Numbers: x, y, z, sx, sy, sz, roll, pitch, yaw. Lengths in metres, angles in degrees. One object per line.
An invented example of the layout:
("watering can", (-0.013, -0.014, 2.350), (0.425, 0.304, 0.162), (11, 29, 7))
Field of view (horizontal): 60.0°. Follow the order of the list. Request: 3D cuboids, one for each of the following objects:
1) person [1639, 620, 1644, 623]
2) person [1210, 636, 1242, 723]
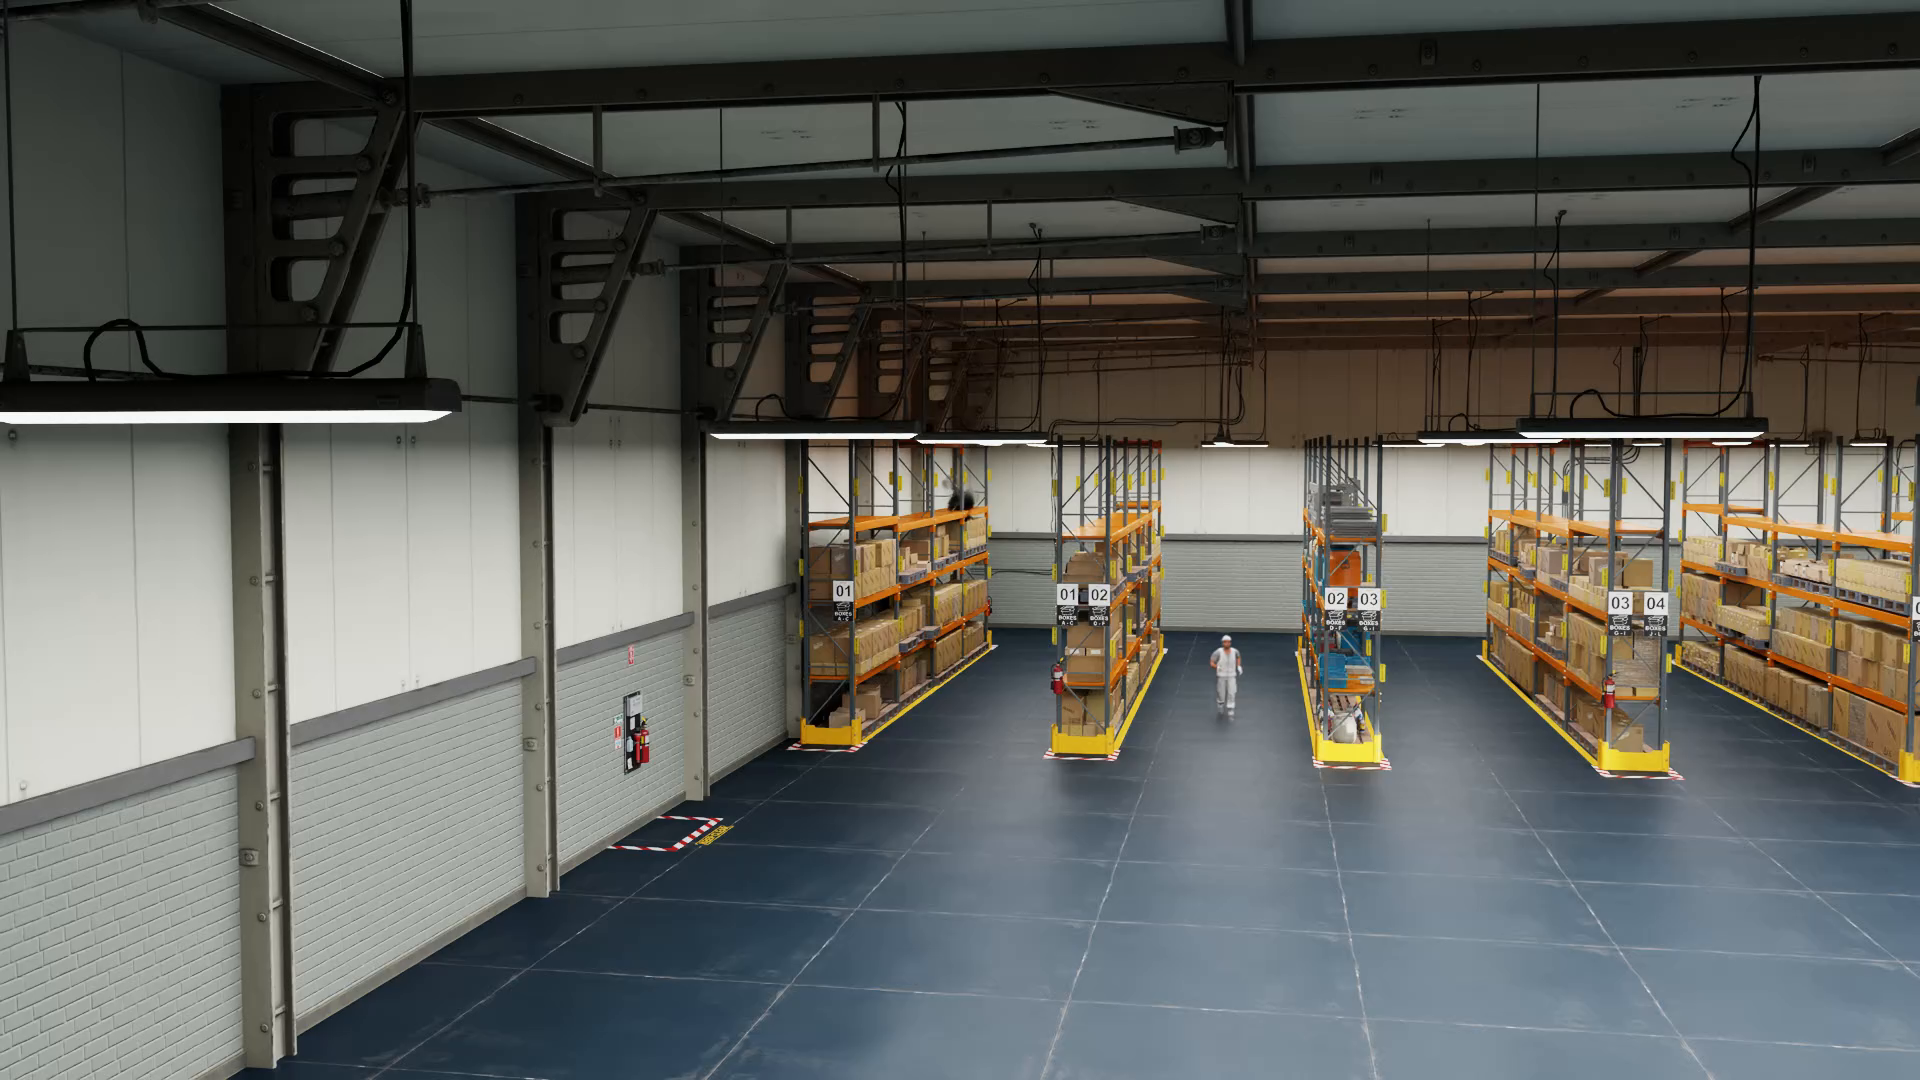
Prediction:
("person", (18.166, 2.541, 45.146), (0.649, 1.506, 0.677), (-2, 4, -39))
("person", (5.626, 2.902, 35.127), (0.675, 1.783, 1.005), (0, 3, -2))
